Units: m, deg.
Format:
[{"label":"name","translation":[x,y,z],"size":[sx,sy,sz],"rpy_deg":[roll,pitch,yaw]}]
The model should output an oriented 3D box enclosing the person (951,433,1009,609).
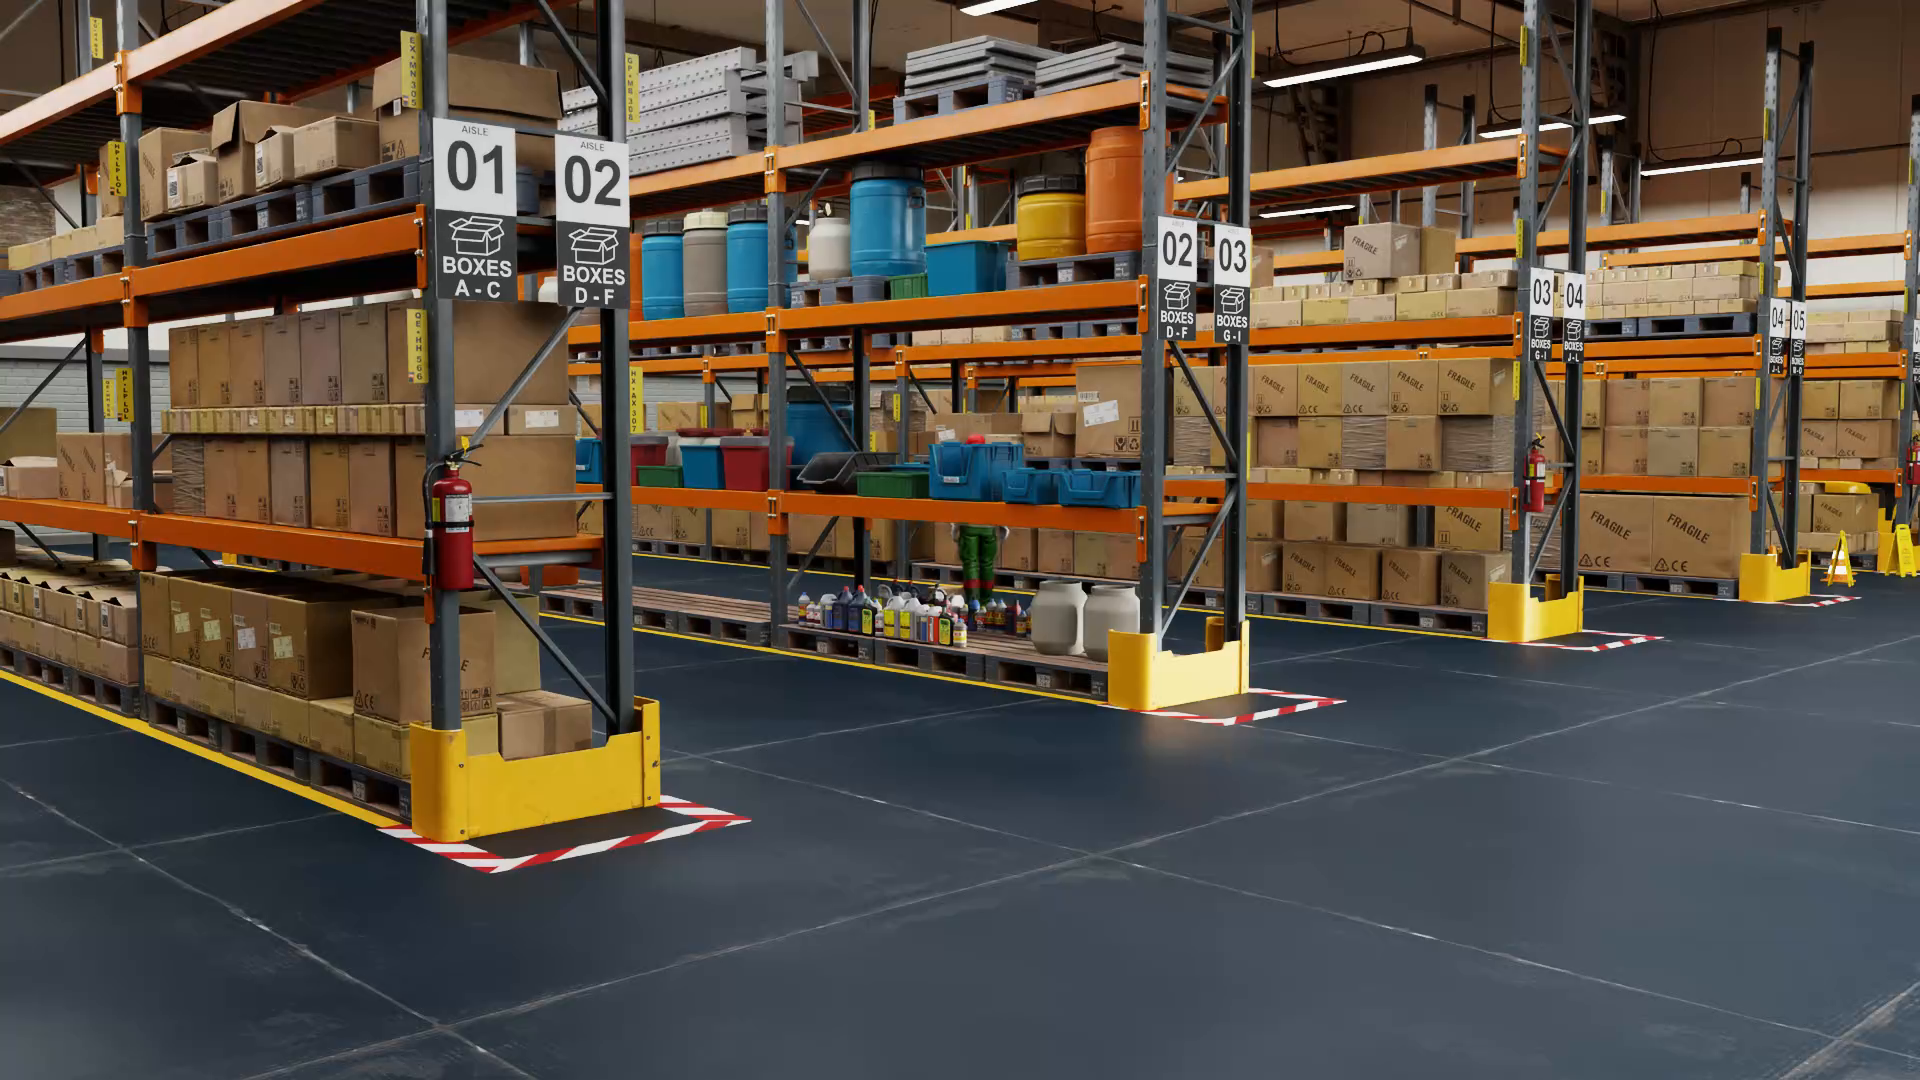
[{"label":"person","translation":[0.157,-0.151,16.238],"size":[0.565,1.781,0.727],"rpy_deg":[-1,4,-15]}]
